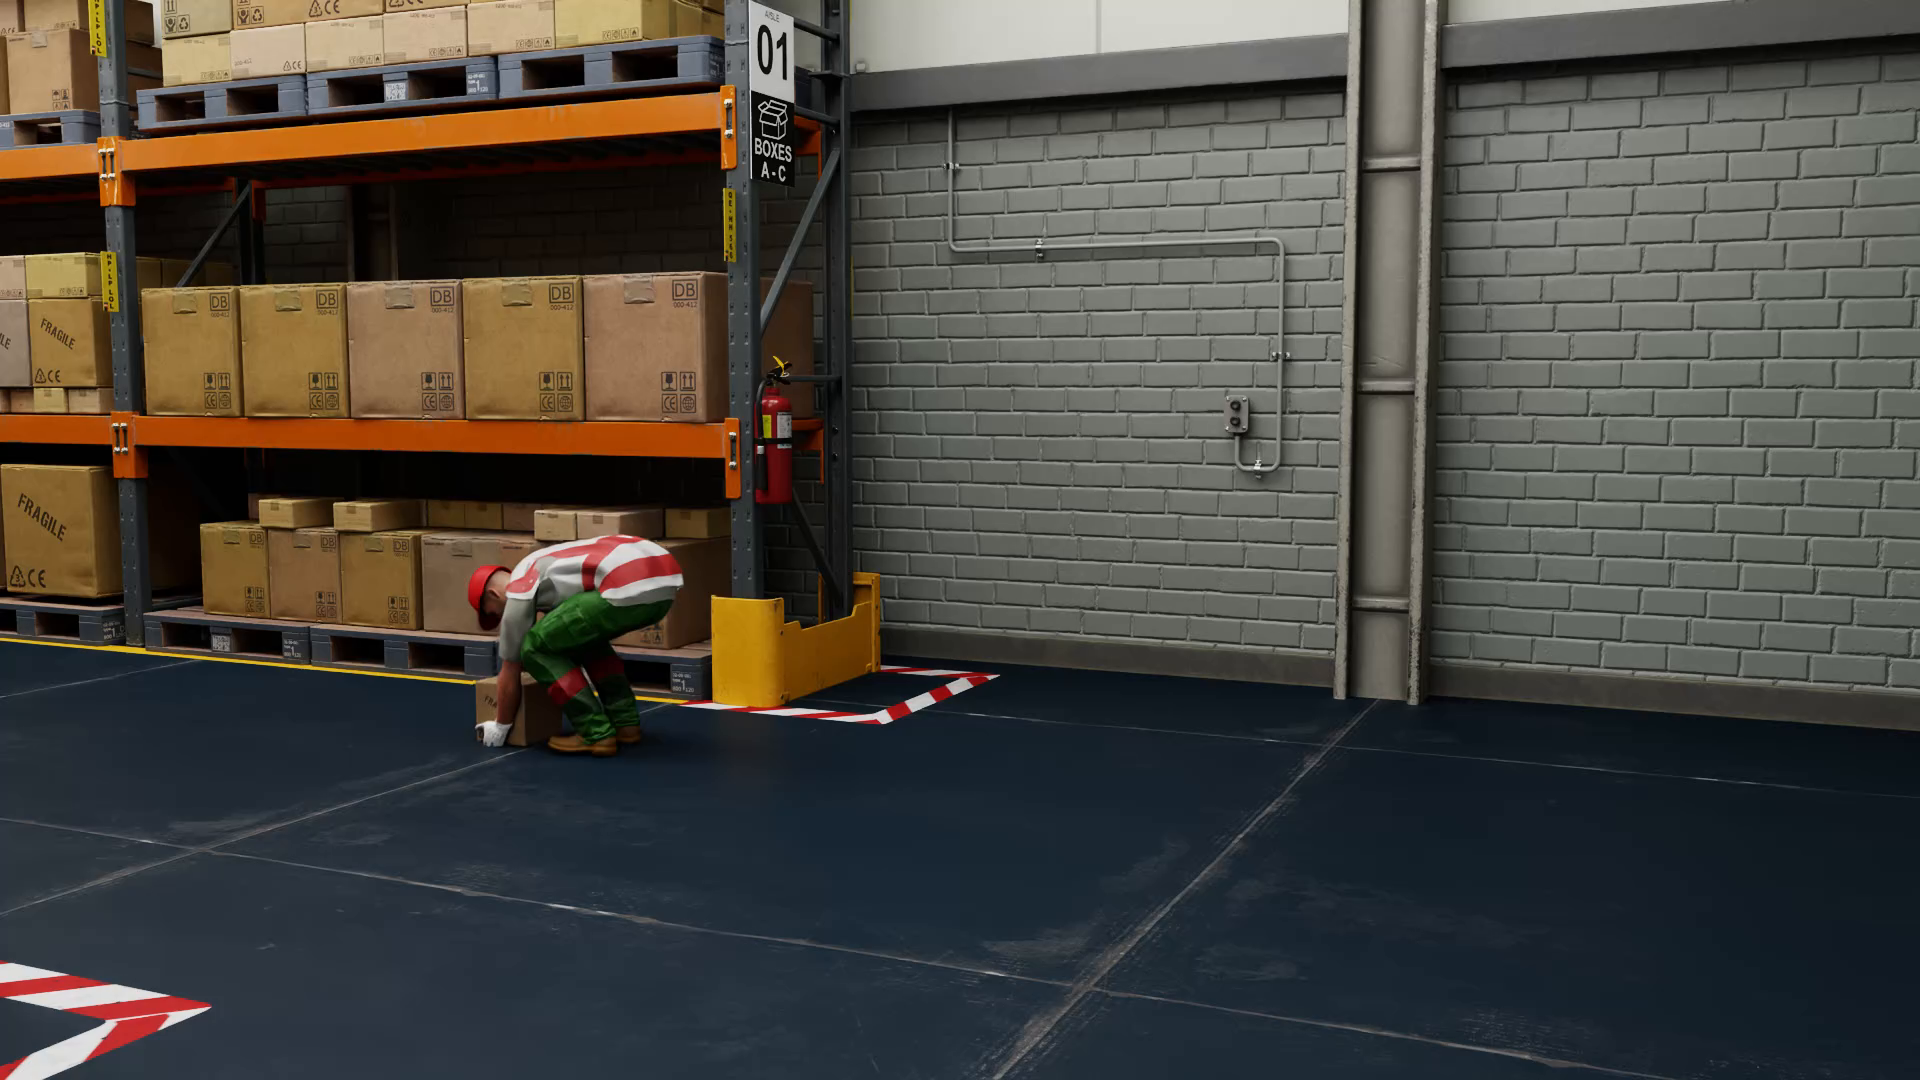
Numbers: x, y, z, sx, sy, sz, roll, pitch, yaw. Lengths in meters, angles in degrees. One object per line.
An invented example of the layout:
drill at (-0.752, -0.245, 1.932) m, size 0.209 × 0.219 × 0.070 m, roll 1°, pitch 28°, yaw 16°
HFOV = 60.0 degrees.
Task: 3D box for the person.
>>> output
person at (-1.609, 0.423, 6.843) m, size 0.962 × 0.895 × 0.530 m, roll 2°, pitch 6°, yaw 21°
